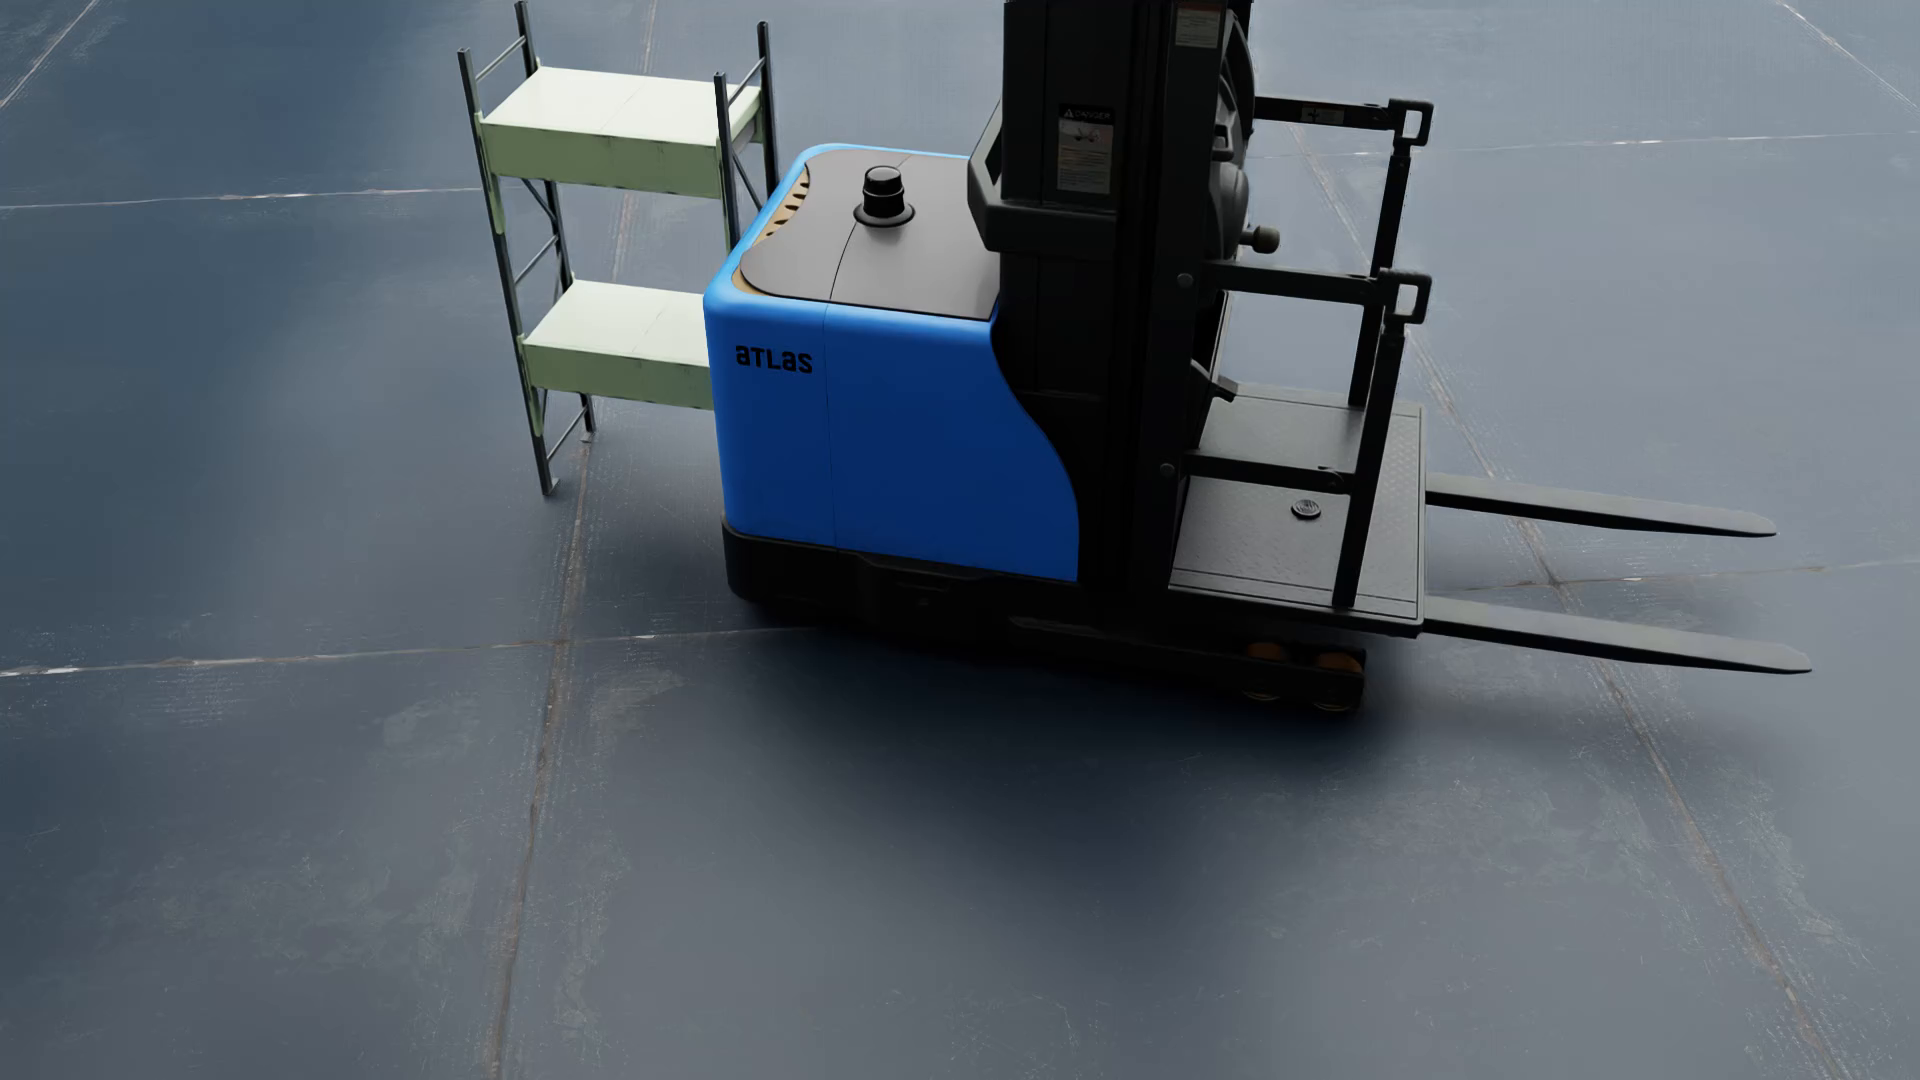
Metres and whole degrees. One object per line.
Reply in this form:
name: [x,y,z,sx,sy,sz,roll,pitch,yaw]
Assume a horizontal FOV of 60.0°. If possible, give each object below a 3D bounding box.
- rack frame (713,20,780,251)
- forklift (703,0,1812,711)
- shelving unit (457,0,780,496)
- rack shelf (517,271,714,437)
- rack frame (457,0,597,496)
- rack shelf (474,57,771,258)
rack frame: [-0.595,-0.754,4.995,0.023,1.500,0.400,8,39,10]
forklift: [0.878,-1.036,4.196,3.031,2.935,1.130,8,39,10]
shelving unit: [-0.952,-0.804,5.059,0.755,1.500,0.431,8,39,10]
rack shelf: [-0.952,-0.548,5.261,0.720,0.370,0.431,8,39,10]
rack frame: [-1.309,-0.855,5.122,0.023,1.500,0.400,8,39,10]
rack shelf: [-0.952,-1.111,4.817,0.720,0.370,0.431,8,39,10]
